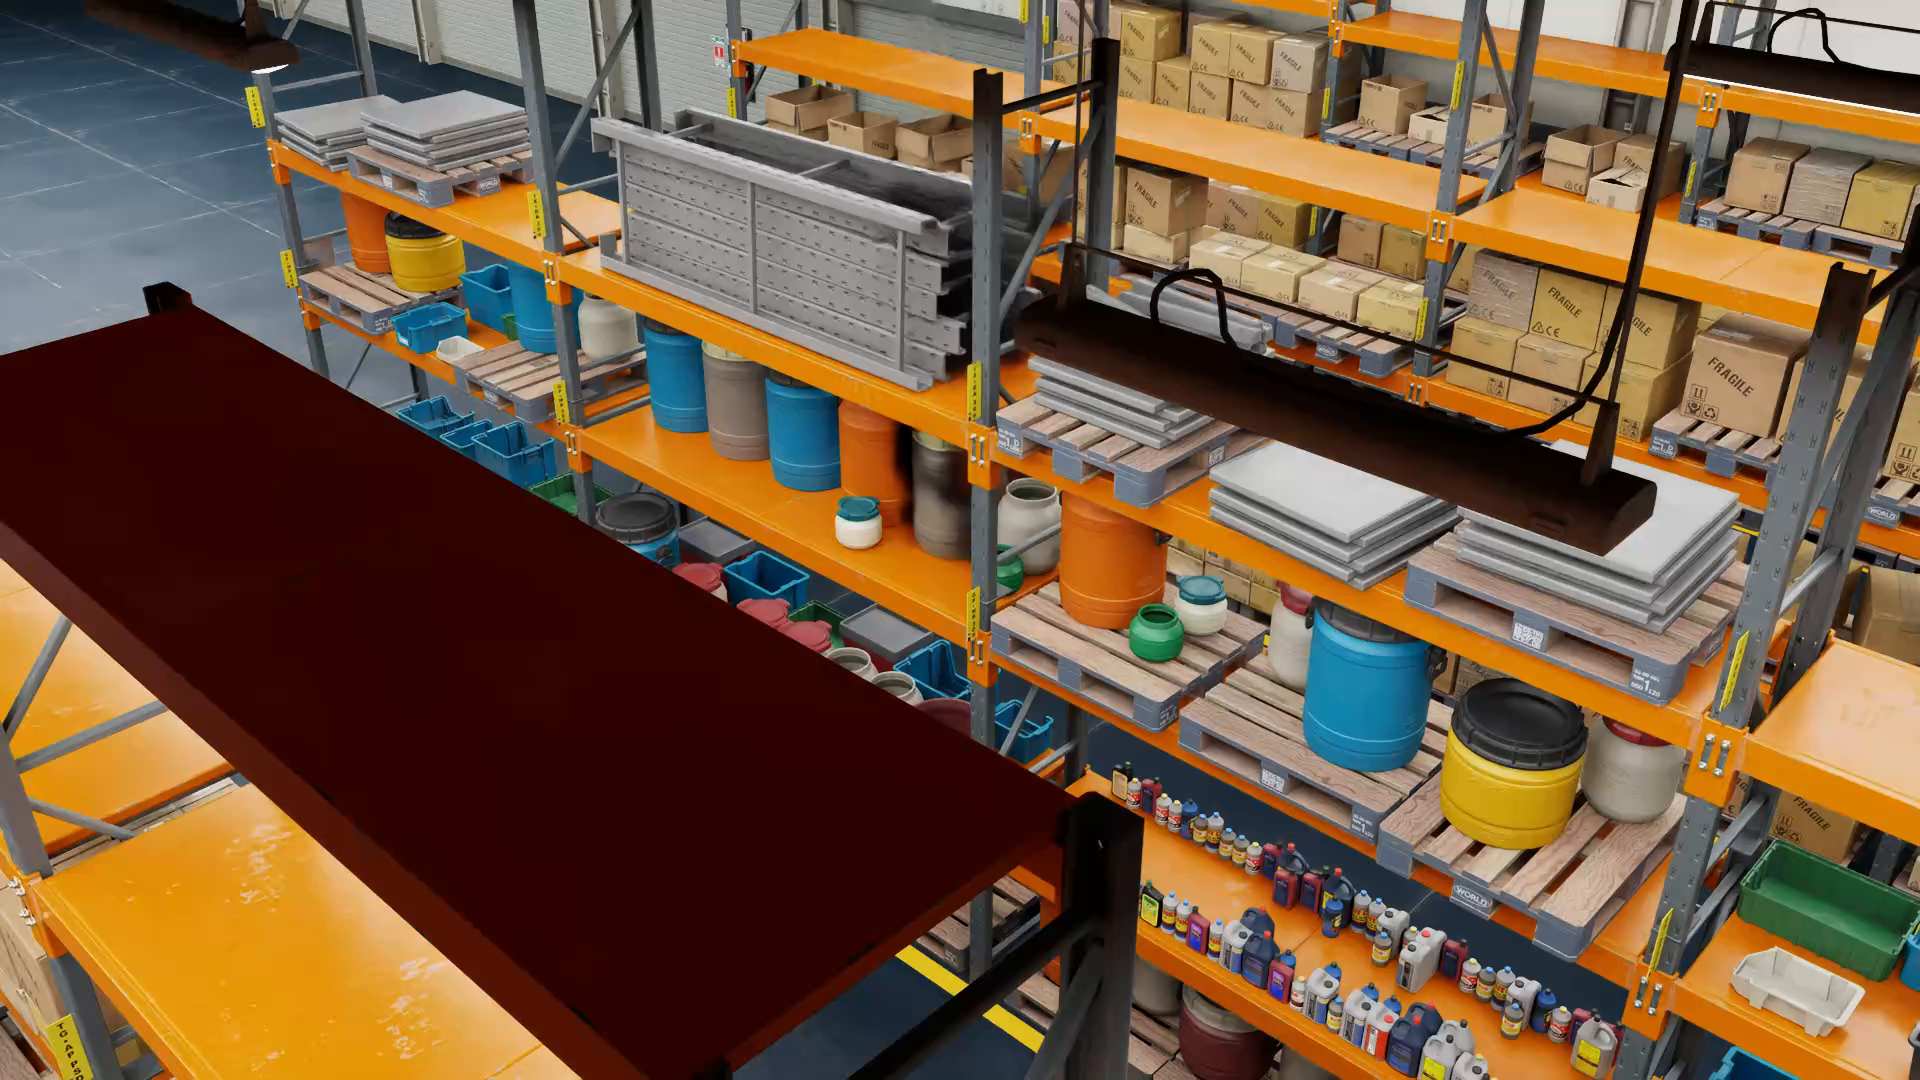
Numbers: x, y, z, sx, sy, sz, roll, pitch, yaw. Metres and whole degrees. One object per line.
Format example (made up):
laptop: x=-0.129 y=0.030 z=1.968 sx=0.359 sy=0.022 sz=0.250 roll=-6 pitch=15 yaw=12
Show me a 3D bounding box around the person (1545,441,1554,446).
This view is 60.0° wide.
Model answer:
person: x=5.257 y=-0.279 z=14.939 sx=0.800 sy=1.840 sz=0.701 roll=21 pitch=36 yaw=33
